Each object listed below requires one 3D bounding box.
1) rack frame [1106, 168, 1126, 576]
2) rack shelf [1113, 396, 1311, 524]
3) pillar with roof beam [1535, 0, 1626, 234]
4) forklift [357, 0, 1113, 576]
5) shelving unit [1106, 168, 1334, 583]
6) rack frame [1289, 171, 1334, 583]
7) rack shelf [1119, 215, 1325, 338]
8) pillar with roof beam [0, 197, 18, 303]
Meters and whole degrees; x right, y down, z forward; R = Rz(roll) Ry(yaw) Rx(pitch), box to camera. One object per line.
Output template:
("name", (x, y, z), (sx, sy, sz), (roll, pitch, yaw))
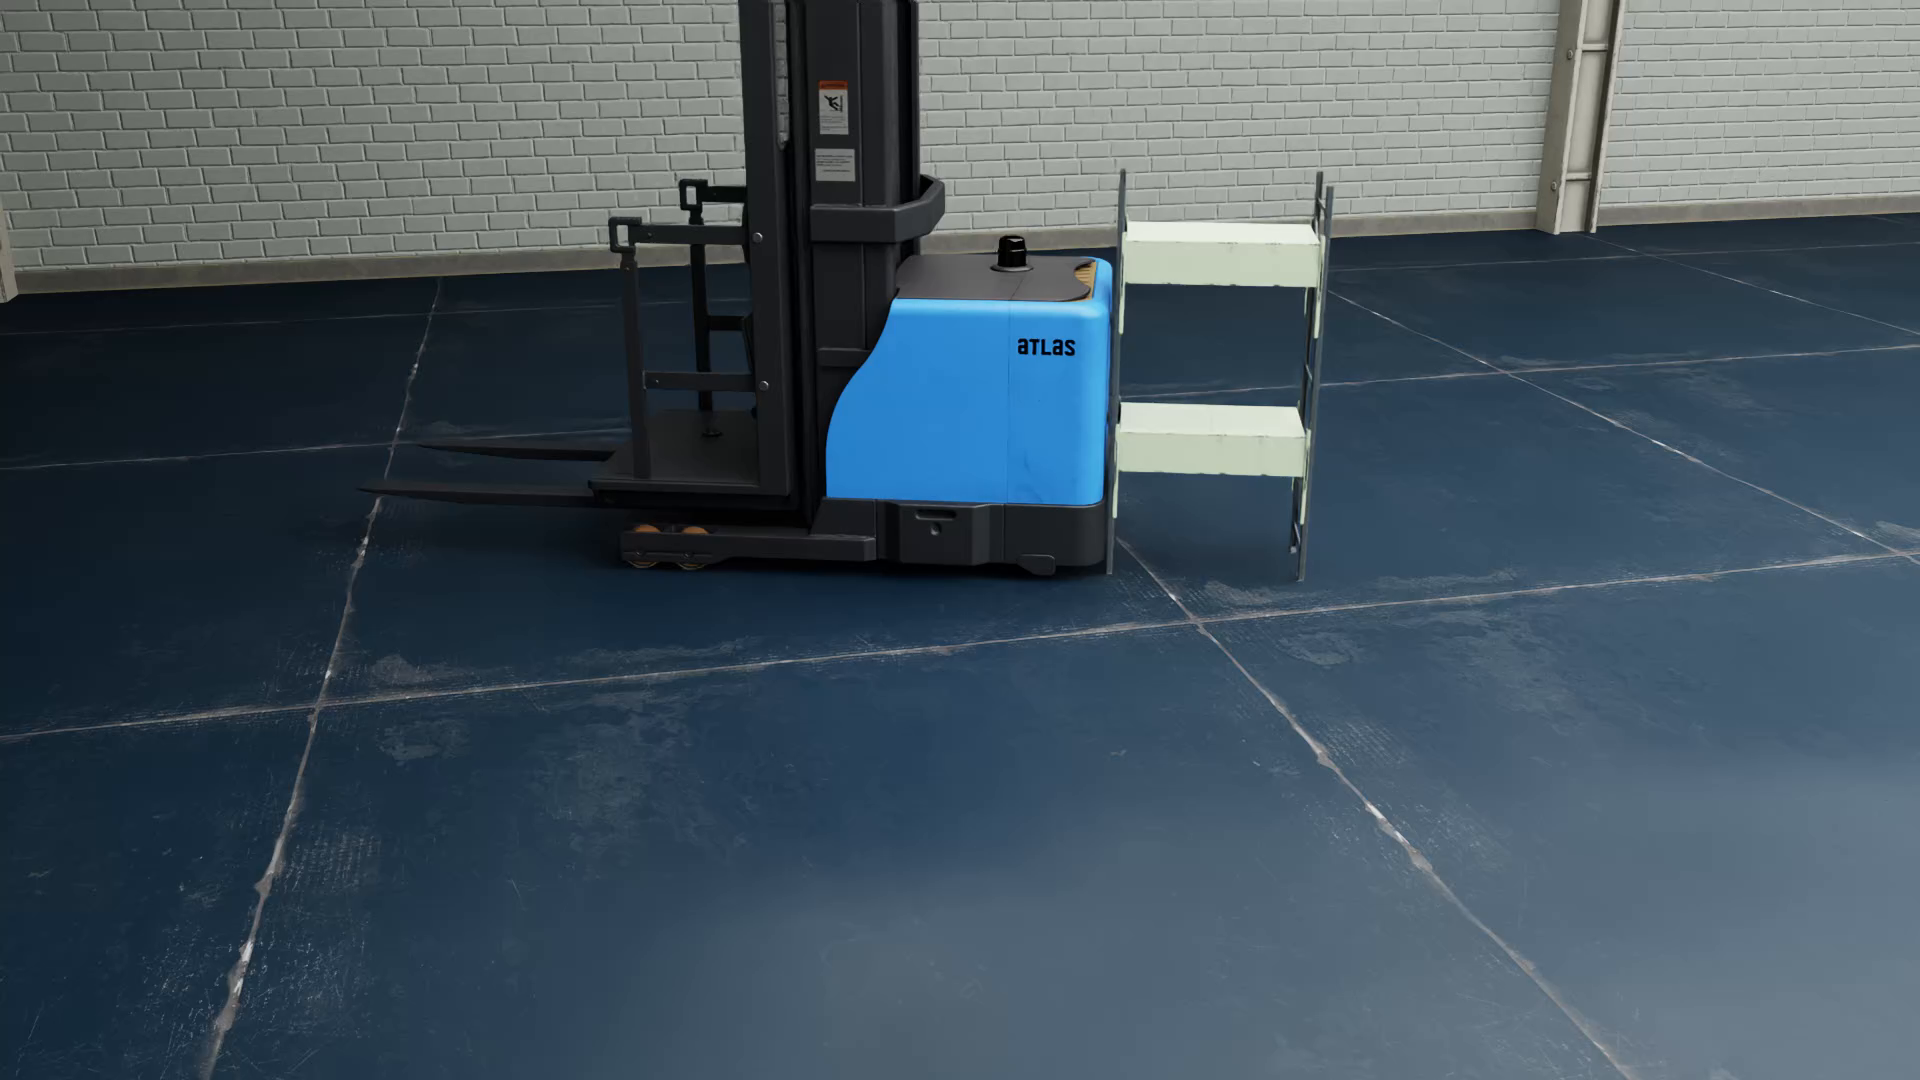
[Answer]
("rack frame", (0.598, -0.634, 6.366), (0.023, 1.500, 0.400), (2, 20, 6))
("rack shelf", (0.962, -0.315, 6.443), (0.720, 0.370, 0.431), (2, 20, 6))
("pillar with roof beam", (6.032, -5.367, 8.383), (0.400, 9.000, 9.100), (-5, 21, -12))
("forklift", (-0.908, -1.437, 6.476), (3.031, 2.935, 1.130), (2, 20, 6))
("shelving unit", (0.962, -0.622, 6.331), (0.755, 1.500, 0.431), (2, 20, 6))
("rack frame", (1.326, -0.609, 6.295), (0.023, 1.500, 0.400), (2, 20, 6))
("rack shelf", (0.962, -0.988, 6.197), (0.720, 0.370, 0.431), (2, 20, 6))
("pillar with roof beam", (-5.646, -4.417, 5.791), (0.400, 9.000, 9.100), (-5, 21, -12))
